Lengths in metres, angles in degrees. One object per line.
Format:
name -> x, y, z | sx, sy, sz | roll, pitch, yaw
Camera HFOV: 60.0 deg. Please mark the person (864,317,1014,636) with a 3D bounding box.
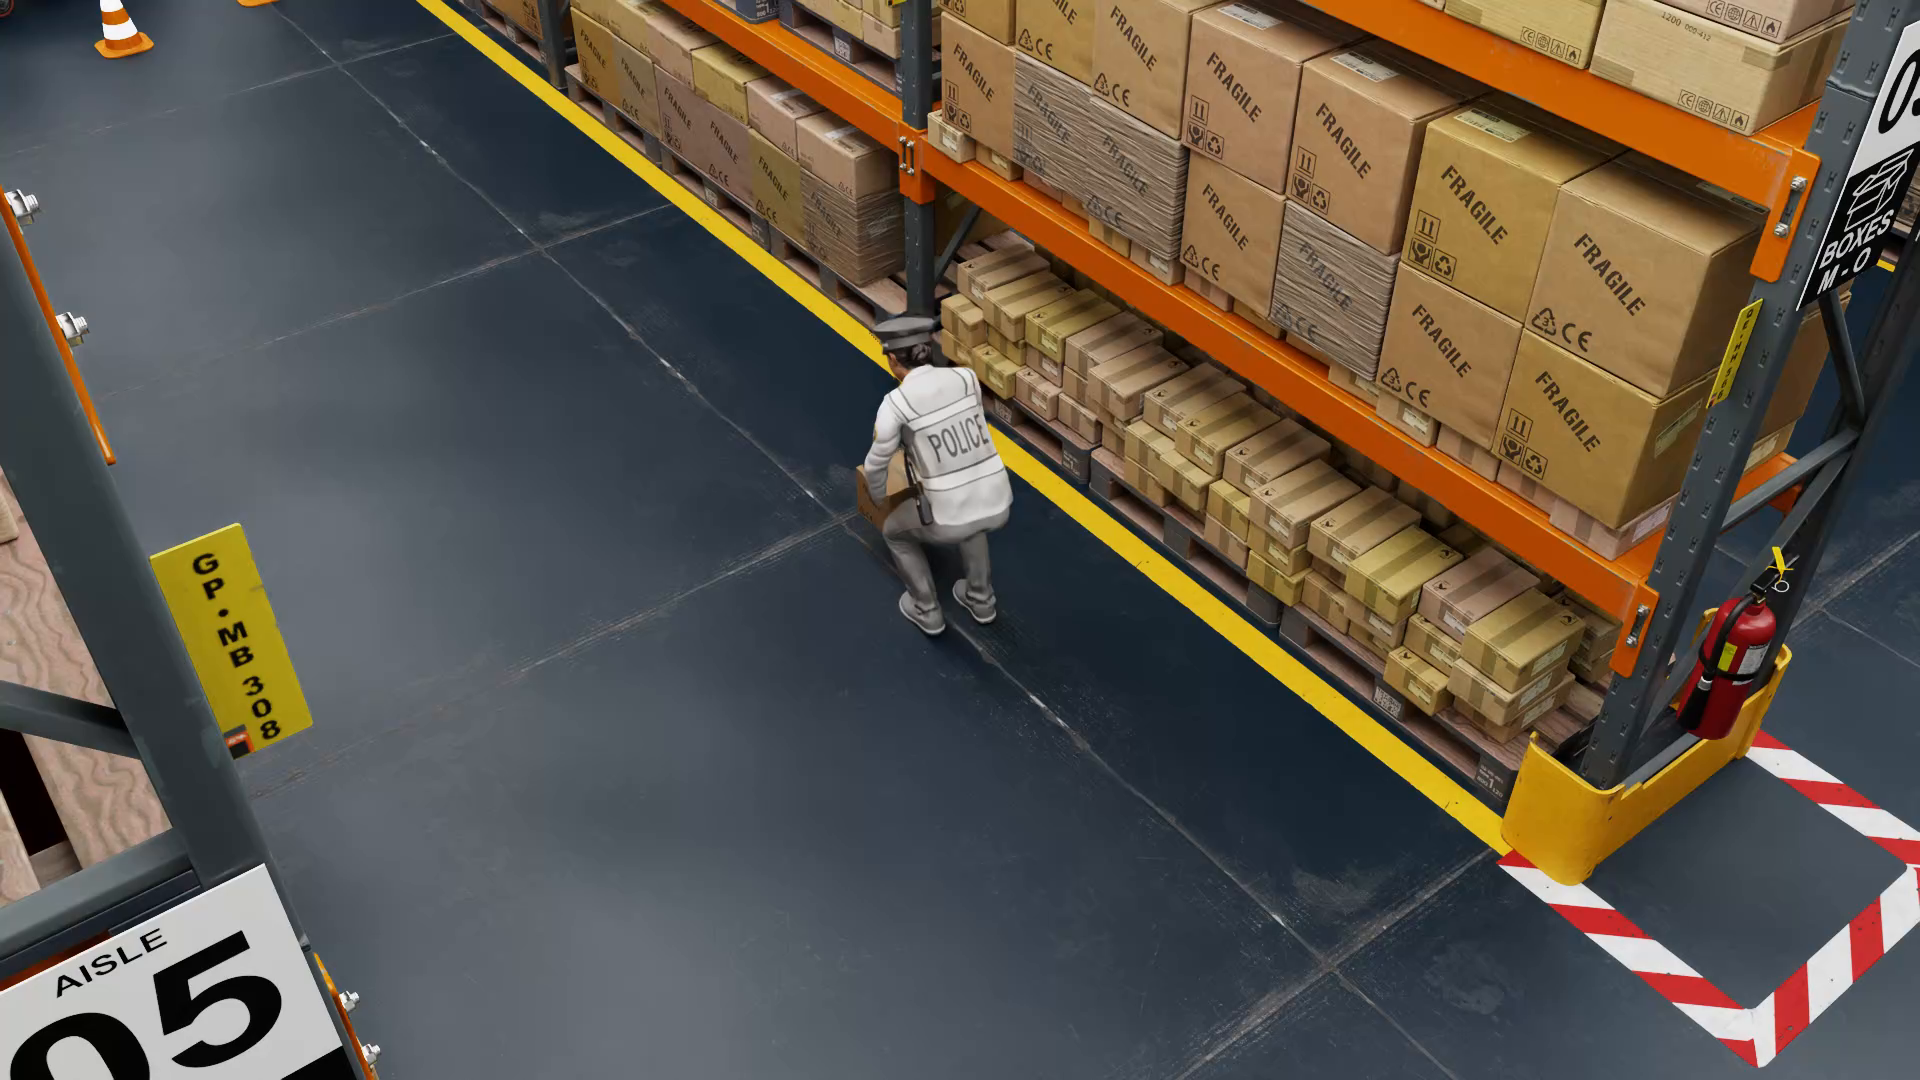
person -> -0.105, -0.222, 6.665 | 0.535, 1.349, 0.722 | -19, 44, -21
